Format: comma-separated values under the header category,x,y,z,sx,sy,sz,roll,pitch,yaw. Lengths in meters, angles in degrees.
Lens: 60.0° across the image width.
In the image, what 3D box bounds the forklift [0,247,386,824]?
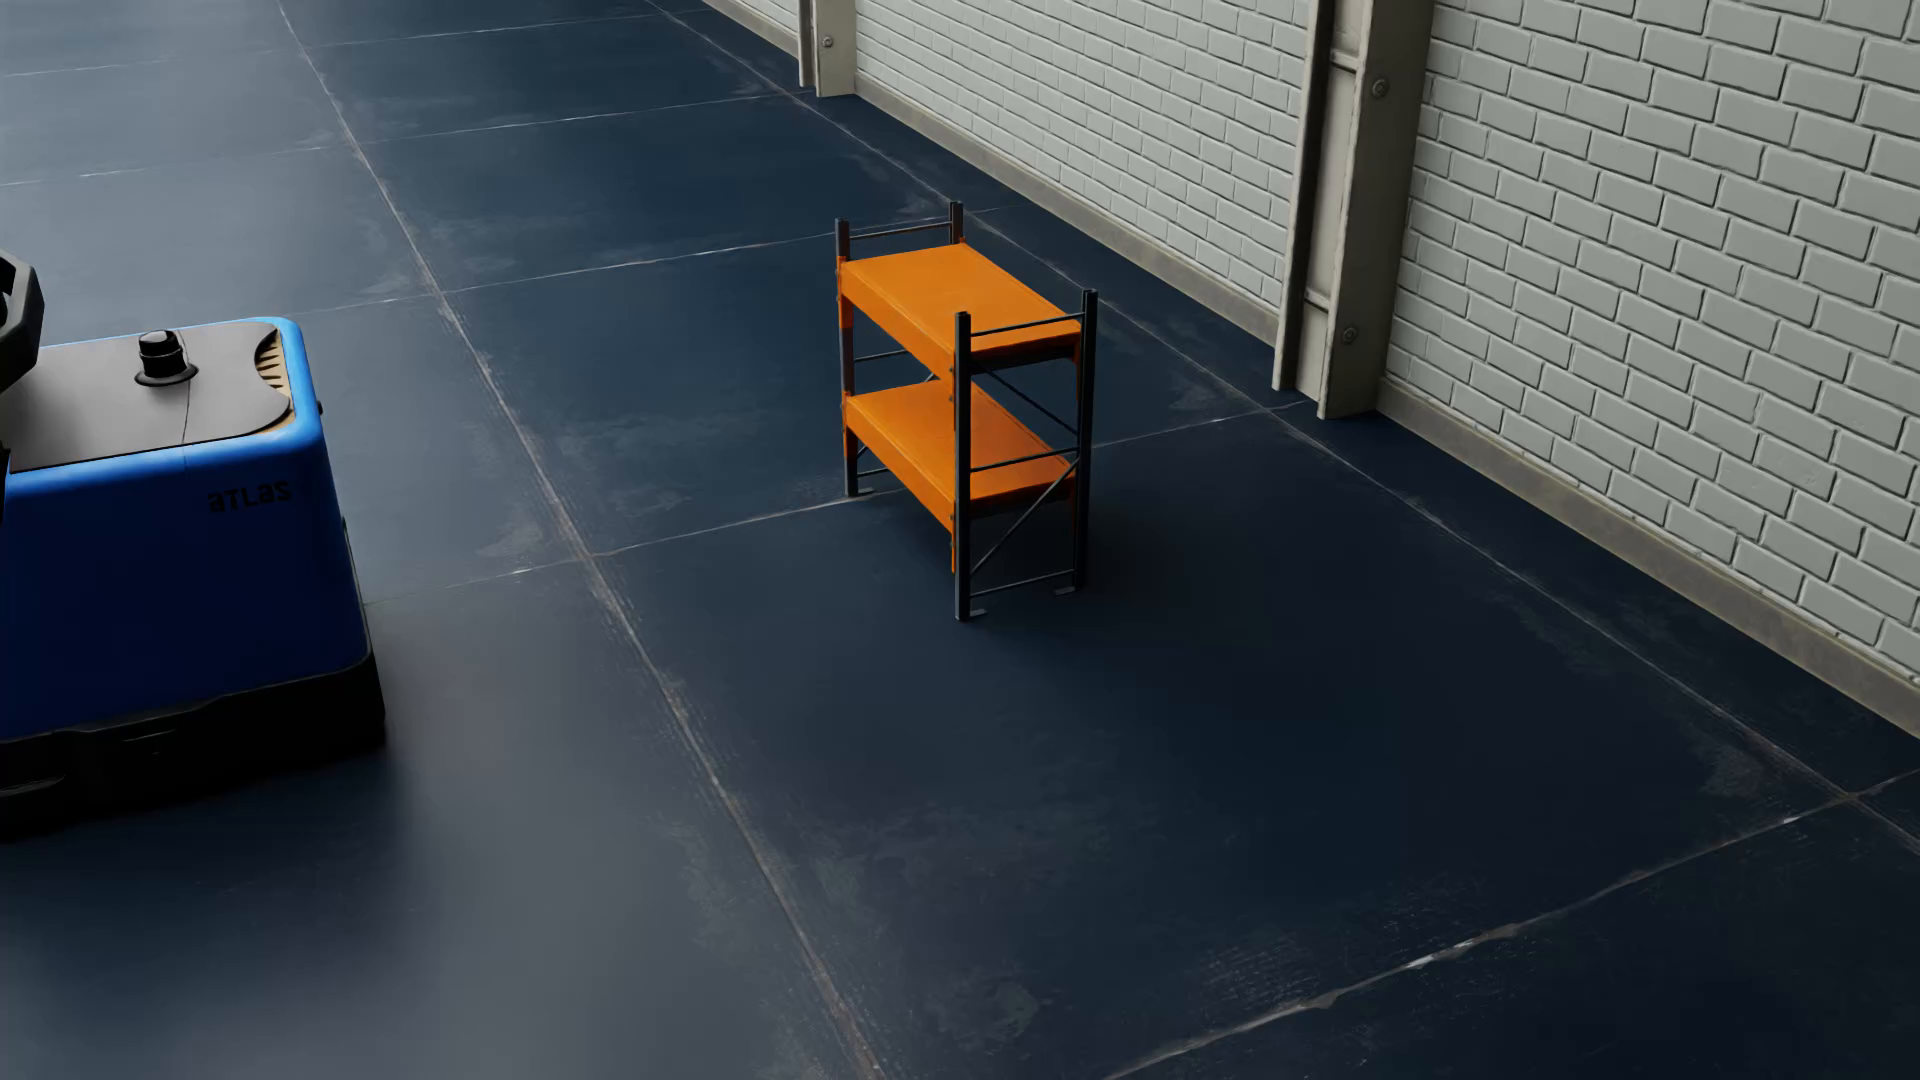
category,x,y,z,sx,sy,sz,roll,pitch,yaw
forklift,-3.338,-0.580,4.288,3.031,2.935,1.130,-12,31,-20

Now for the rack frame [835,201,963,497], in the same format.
category,x,y,z,sx,sy,sz,roll,pitch,yaw
rack frame,-0.221,-0.718,6.381,0.500,1.125,0.032,-13,32,-22

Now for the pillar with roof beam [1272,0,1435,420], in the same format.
category,x,y,z,sx,sy,sz,roll,pitch,yaw
pillar with roof beam,-2.266,-3.656,3.570,9.100,9.000,0.400,-13,32,-22

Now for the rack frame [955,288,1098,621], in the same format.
category,x,y,z,sx,sy,sz,roll,pitch,yaw
rack frame,0.215,-0.269,5.580,0.500,1.125,0.032,-13,32,-22

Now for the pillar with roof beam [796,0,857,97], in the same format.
category,x,y,z,sx,sy,sz,roll,pitch,yaw
pillar with roof beam,-4.842,-6.307,8.296,9.100,9.000,0.400,-13,32,-22

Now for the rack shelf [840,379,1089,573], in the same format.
category,x,y,z,sx,sy,sz,roll,pitch,yaw
rack shelf,-0.003,-0.280,6.100,0.538,0.278,1.000,-13,32,-22

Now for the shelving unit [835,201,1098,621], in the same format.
category,x,y,z,sx,sy,sz,roll,pitch,yaw
shelving unit,-0.003,-0.494,5.980,0.538,1.125,1.048,-13,32,-22

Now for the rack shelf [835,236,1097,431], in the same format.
category,x,y,z,sx,sy,sz,roll,pitch,yaw
rack shelf,-0.003,-0.749,5.837,0.538,0.278,1.000,-13,32,-22
